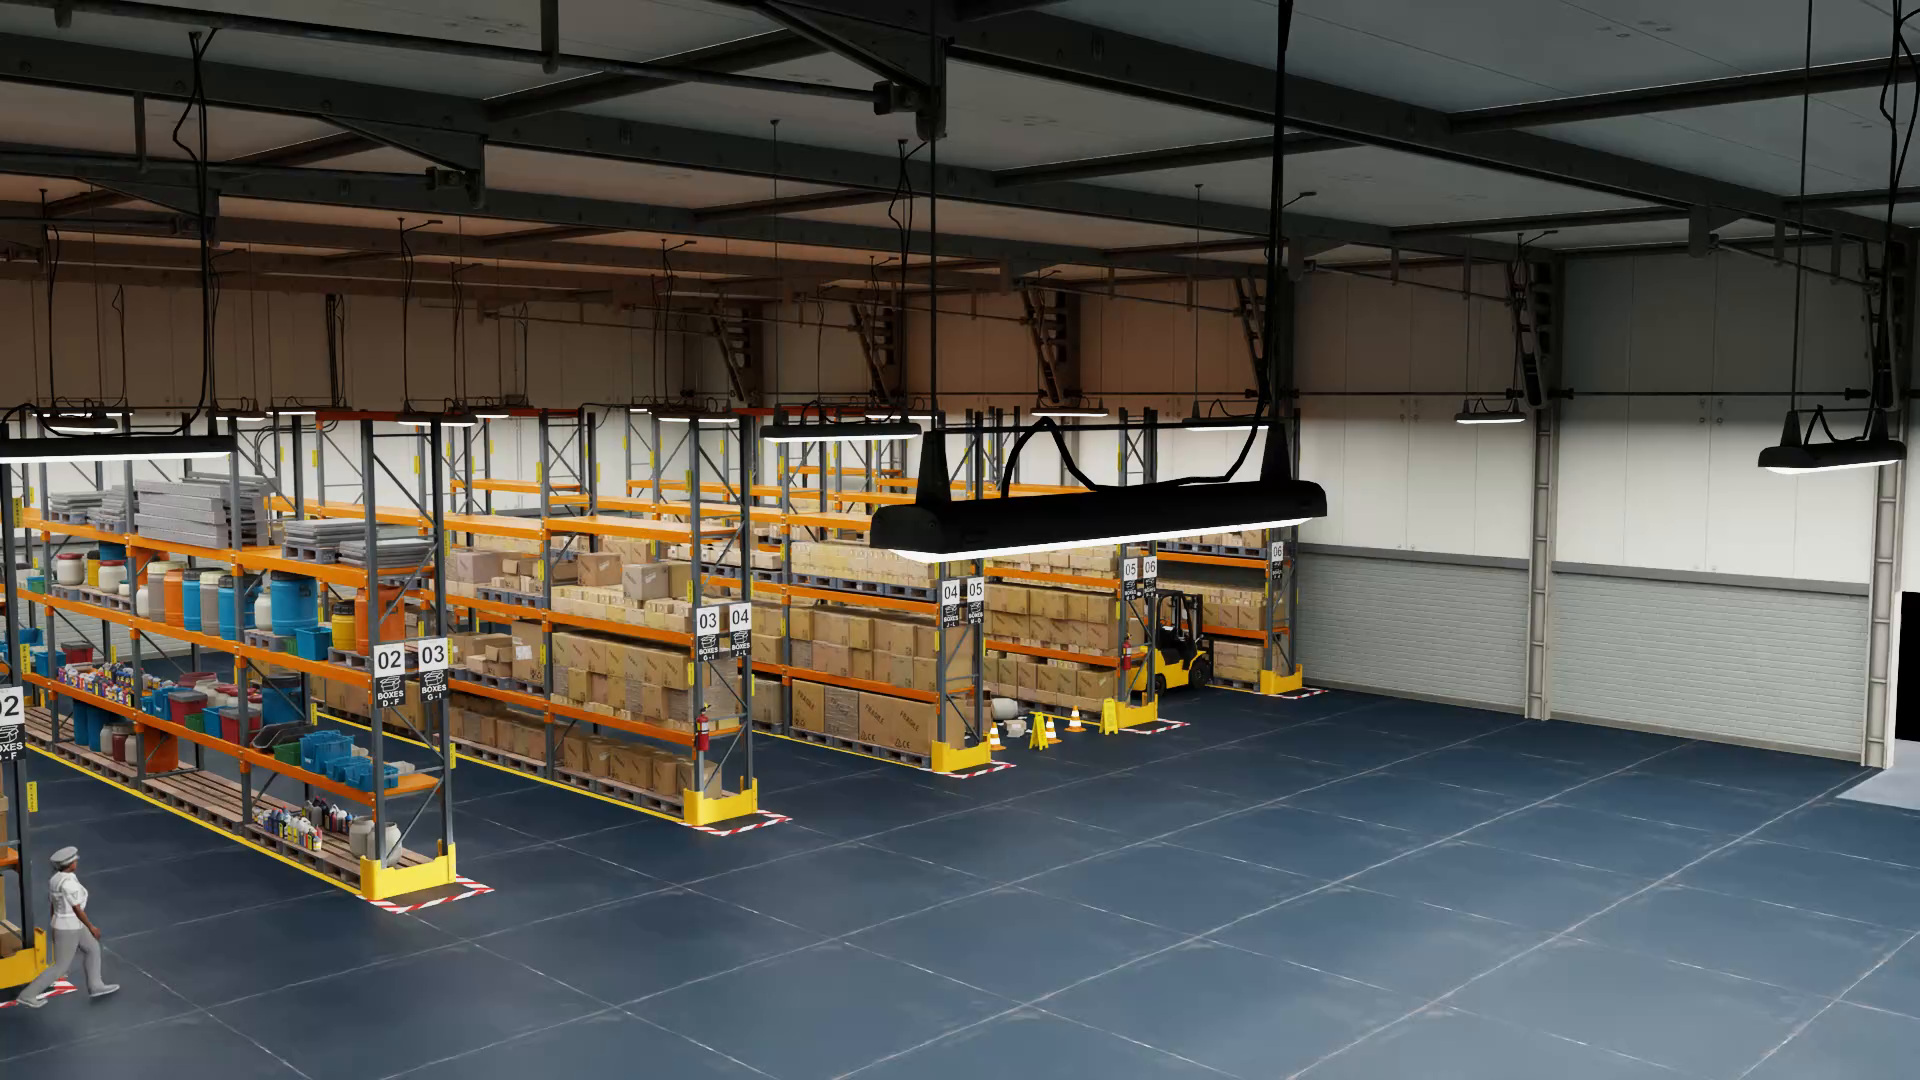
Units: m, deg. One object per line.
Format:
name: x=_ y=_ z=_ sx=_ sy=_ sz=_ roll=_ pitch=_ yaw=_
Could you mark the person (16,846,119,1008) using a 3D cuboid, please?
person: x=-9.246 y=3.989 z=17.181 sx=0.972 sy=1.629 sz=0.435 roll=-4 pitch=6 yaw=-35
